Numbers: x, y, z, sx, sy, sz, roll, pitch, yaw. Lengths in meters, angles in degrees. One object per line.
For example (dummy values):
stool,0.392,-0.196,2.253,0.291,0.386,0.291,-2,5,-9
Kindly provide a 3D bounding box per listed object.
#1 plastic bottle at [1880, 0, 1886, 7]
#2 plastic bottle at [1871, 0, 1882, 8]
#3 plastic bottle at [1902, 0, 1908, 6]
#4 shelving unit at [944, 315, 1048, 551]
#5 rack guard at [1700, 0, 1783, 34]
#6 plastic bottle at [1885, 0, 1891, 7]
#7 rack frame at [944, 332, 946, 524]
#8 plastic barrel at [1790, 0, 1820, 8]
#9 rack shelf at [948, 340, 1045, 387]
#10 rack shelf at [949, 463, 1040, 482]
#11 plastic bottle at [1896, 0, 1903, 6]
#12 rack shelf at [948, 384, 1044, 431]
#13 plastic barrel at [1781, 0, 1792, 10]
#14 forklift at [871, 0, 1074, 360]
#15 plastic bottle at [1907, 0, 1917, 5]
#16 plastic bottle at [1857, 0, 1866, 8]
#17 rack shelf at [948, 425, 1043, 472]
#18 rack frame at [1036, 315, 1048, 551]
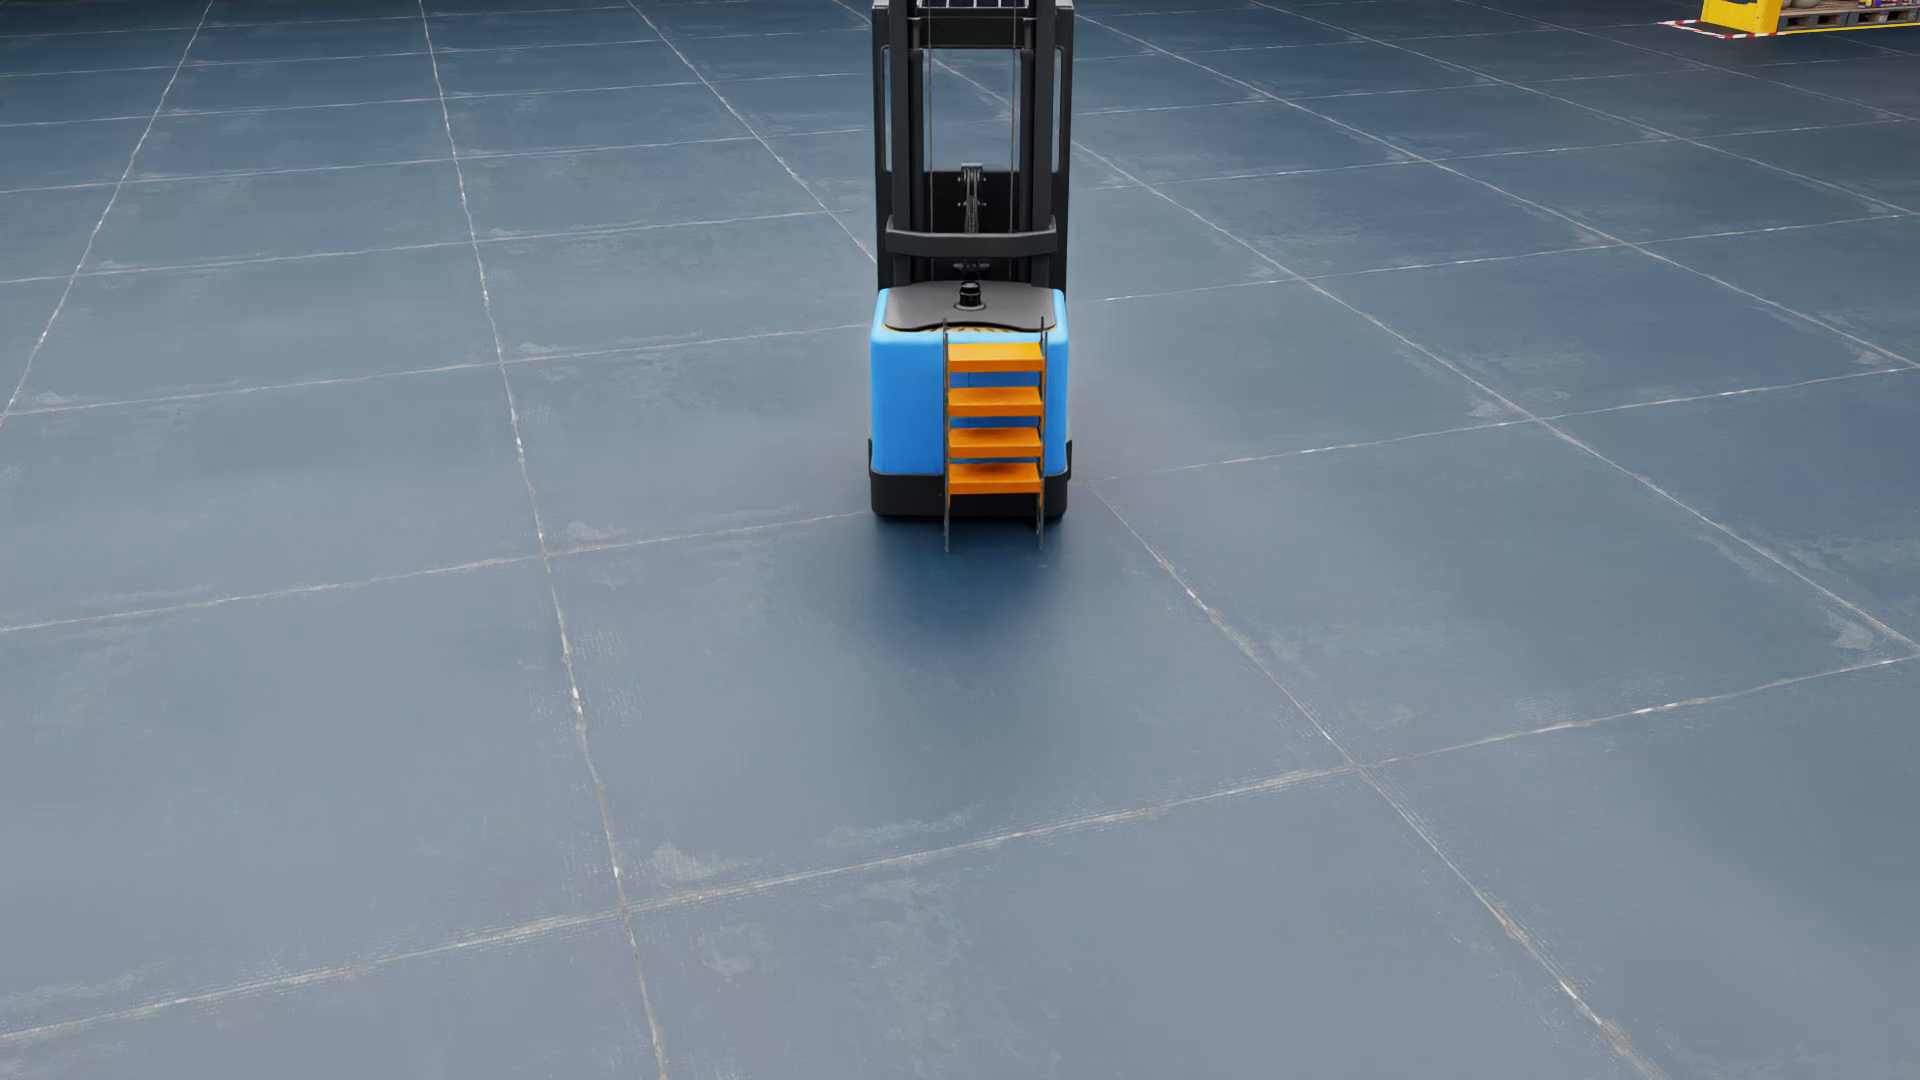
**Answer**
plastic bottle,12.920,-7.609,23.277,0.097,0.271,0.097,0,26,0
plastic bottle,12.815,-7.591,23.227,0.133,0.283,0.061,-8,27,-15
plastic bottle,13.304,-7.633,23.405,0.097,0.201,0.097,0,26,0
shelving unit,0.175,-0.528,8.465,0.499,1.200,0.258,-1,26,-2
rack guard,10.831,-7.380,23.053,0.348,0.500,1.175,-8,28,-16
plastic bottle,13.015,-7.623,23.305,0.097,0.271,0.097,0,26,0
rack frame,-0.071,-0.523,8.454,0.006,1.046,0.228,-1,26,-2
plastic barrel,11.852,-7.735,23.282,0.421,0.512,0.421,0,26,0
rack shelf,0.173,-0.880,8.290,0.480,0.148,0.258,-1,26,-2
rack shelf,0.173,-0.338,8.559,0.457,0.021,0.221,-1,26,-2
plastic bottle,13.207,-7.651,23.361,0.097,0.271,0.097,0,26,0
rack shelf,0.173,-0.668,8.395,0.480,0.148,0.258,-1,26,-2
plastic barrel,11.375,-7.666,23.143,0.421,0.512,0.421,0,26,0
forklift,0.077,-2.048,9.580,1.121,2.935,3.031,0,26,1
plastic bottle,13.408,-7.695,23.444,0.135,0.276,0.152,-8,27,-15
plastic bottle,12.594,-7.562,23.182,0.097,0.271,0.097,0,26,0
rack shelf,0.173,-0.468,8.495,0.480,0.148,0.258,-1,26,-2
rack frame,0.417,-0.533,8.475,0.015,1.200,0.240,-1,26,-2
